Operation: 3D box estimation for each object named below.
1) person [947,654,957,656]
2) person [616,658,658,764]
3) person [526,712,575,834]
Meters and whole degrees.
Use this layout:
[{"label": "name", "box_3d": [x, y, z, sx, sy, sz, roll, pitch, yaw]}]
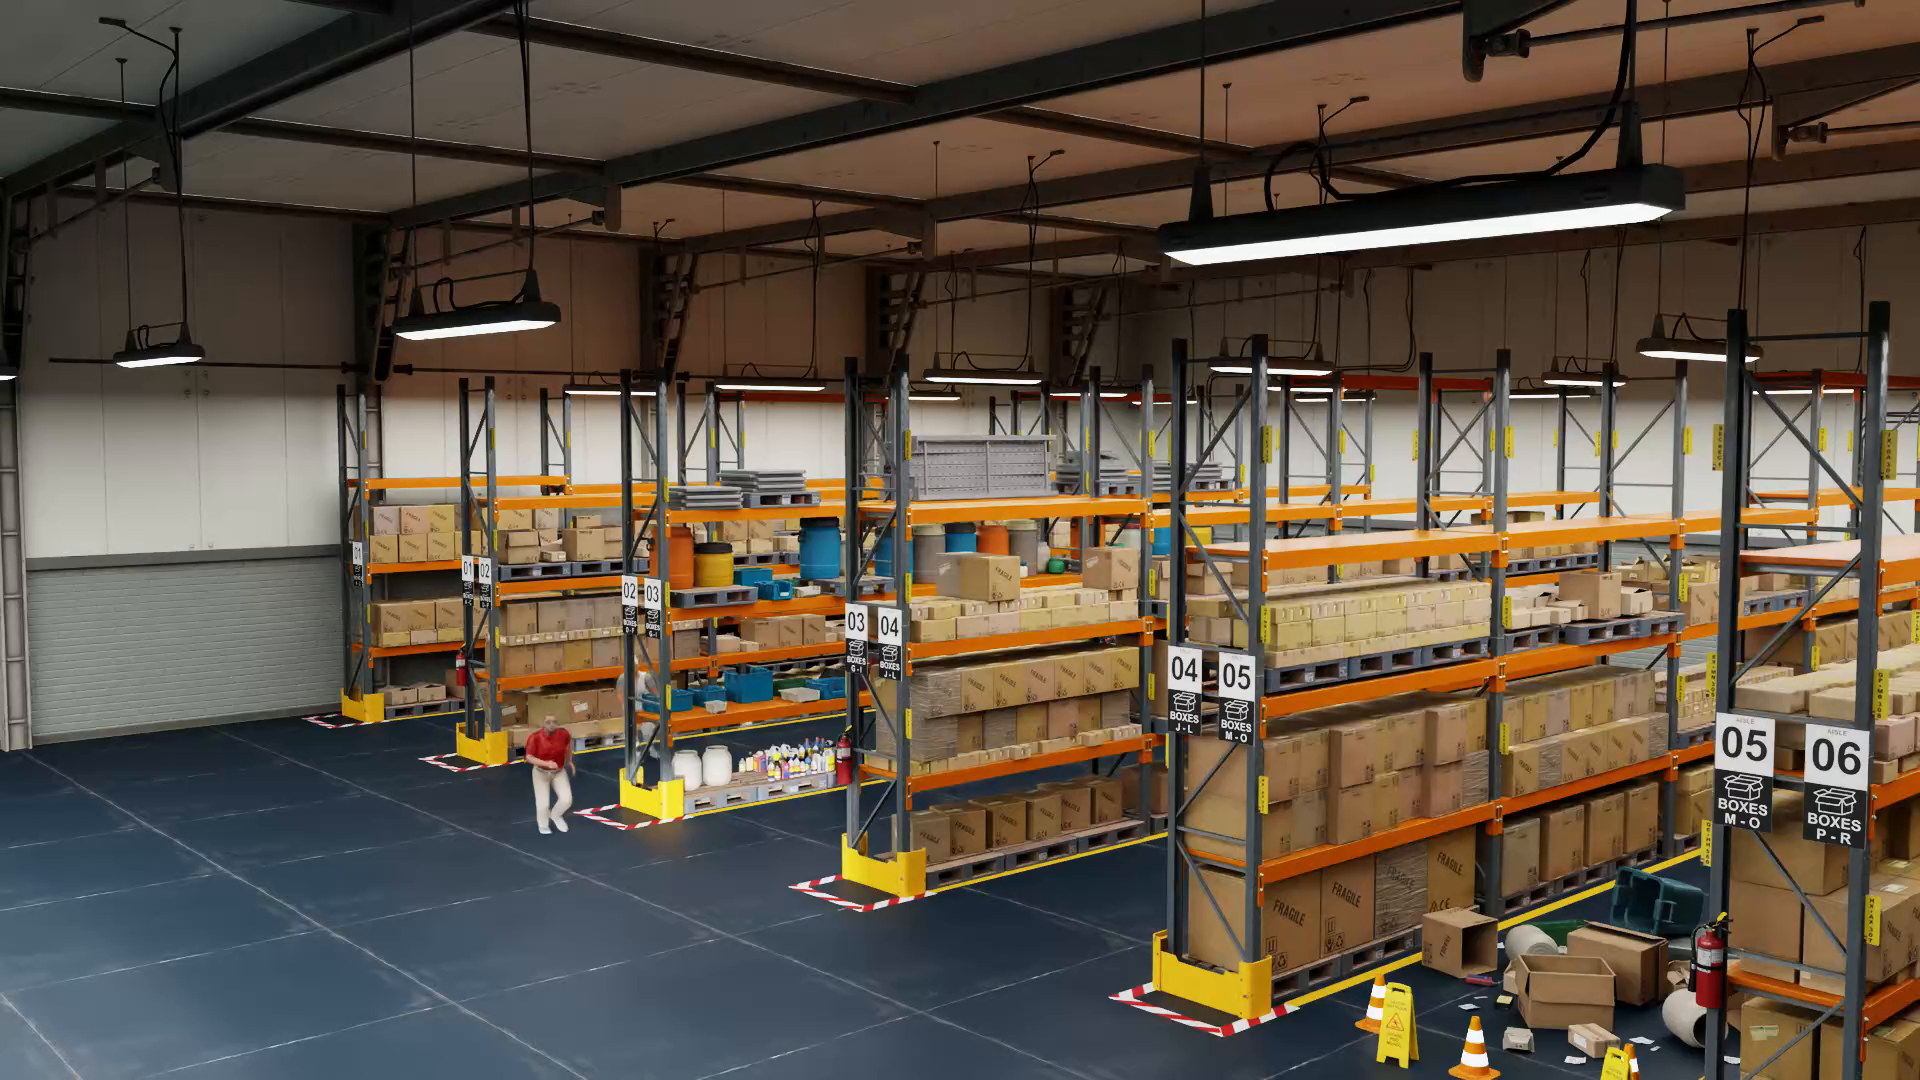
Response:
[{"label": "person", "box_3d": [0.228, 2.640, 28.705, 0.956, 1.301, 0.533, -1, 4, -21]}, {"label": "person", "box_3d": [-4.996, 2.644, 25.789, 0.640, 1.749, 0.773, 0, 4, -4]}, {"label": "person", "box_3d": [-5.179, 2.967, 21.076, 0.664, 1.611, 0.860, -2, 4, -25]}]
